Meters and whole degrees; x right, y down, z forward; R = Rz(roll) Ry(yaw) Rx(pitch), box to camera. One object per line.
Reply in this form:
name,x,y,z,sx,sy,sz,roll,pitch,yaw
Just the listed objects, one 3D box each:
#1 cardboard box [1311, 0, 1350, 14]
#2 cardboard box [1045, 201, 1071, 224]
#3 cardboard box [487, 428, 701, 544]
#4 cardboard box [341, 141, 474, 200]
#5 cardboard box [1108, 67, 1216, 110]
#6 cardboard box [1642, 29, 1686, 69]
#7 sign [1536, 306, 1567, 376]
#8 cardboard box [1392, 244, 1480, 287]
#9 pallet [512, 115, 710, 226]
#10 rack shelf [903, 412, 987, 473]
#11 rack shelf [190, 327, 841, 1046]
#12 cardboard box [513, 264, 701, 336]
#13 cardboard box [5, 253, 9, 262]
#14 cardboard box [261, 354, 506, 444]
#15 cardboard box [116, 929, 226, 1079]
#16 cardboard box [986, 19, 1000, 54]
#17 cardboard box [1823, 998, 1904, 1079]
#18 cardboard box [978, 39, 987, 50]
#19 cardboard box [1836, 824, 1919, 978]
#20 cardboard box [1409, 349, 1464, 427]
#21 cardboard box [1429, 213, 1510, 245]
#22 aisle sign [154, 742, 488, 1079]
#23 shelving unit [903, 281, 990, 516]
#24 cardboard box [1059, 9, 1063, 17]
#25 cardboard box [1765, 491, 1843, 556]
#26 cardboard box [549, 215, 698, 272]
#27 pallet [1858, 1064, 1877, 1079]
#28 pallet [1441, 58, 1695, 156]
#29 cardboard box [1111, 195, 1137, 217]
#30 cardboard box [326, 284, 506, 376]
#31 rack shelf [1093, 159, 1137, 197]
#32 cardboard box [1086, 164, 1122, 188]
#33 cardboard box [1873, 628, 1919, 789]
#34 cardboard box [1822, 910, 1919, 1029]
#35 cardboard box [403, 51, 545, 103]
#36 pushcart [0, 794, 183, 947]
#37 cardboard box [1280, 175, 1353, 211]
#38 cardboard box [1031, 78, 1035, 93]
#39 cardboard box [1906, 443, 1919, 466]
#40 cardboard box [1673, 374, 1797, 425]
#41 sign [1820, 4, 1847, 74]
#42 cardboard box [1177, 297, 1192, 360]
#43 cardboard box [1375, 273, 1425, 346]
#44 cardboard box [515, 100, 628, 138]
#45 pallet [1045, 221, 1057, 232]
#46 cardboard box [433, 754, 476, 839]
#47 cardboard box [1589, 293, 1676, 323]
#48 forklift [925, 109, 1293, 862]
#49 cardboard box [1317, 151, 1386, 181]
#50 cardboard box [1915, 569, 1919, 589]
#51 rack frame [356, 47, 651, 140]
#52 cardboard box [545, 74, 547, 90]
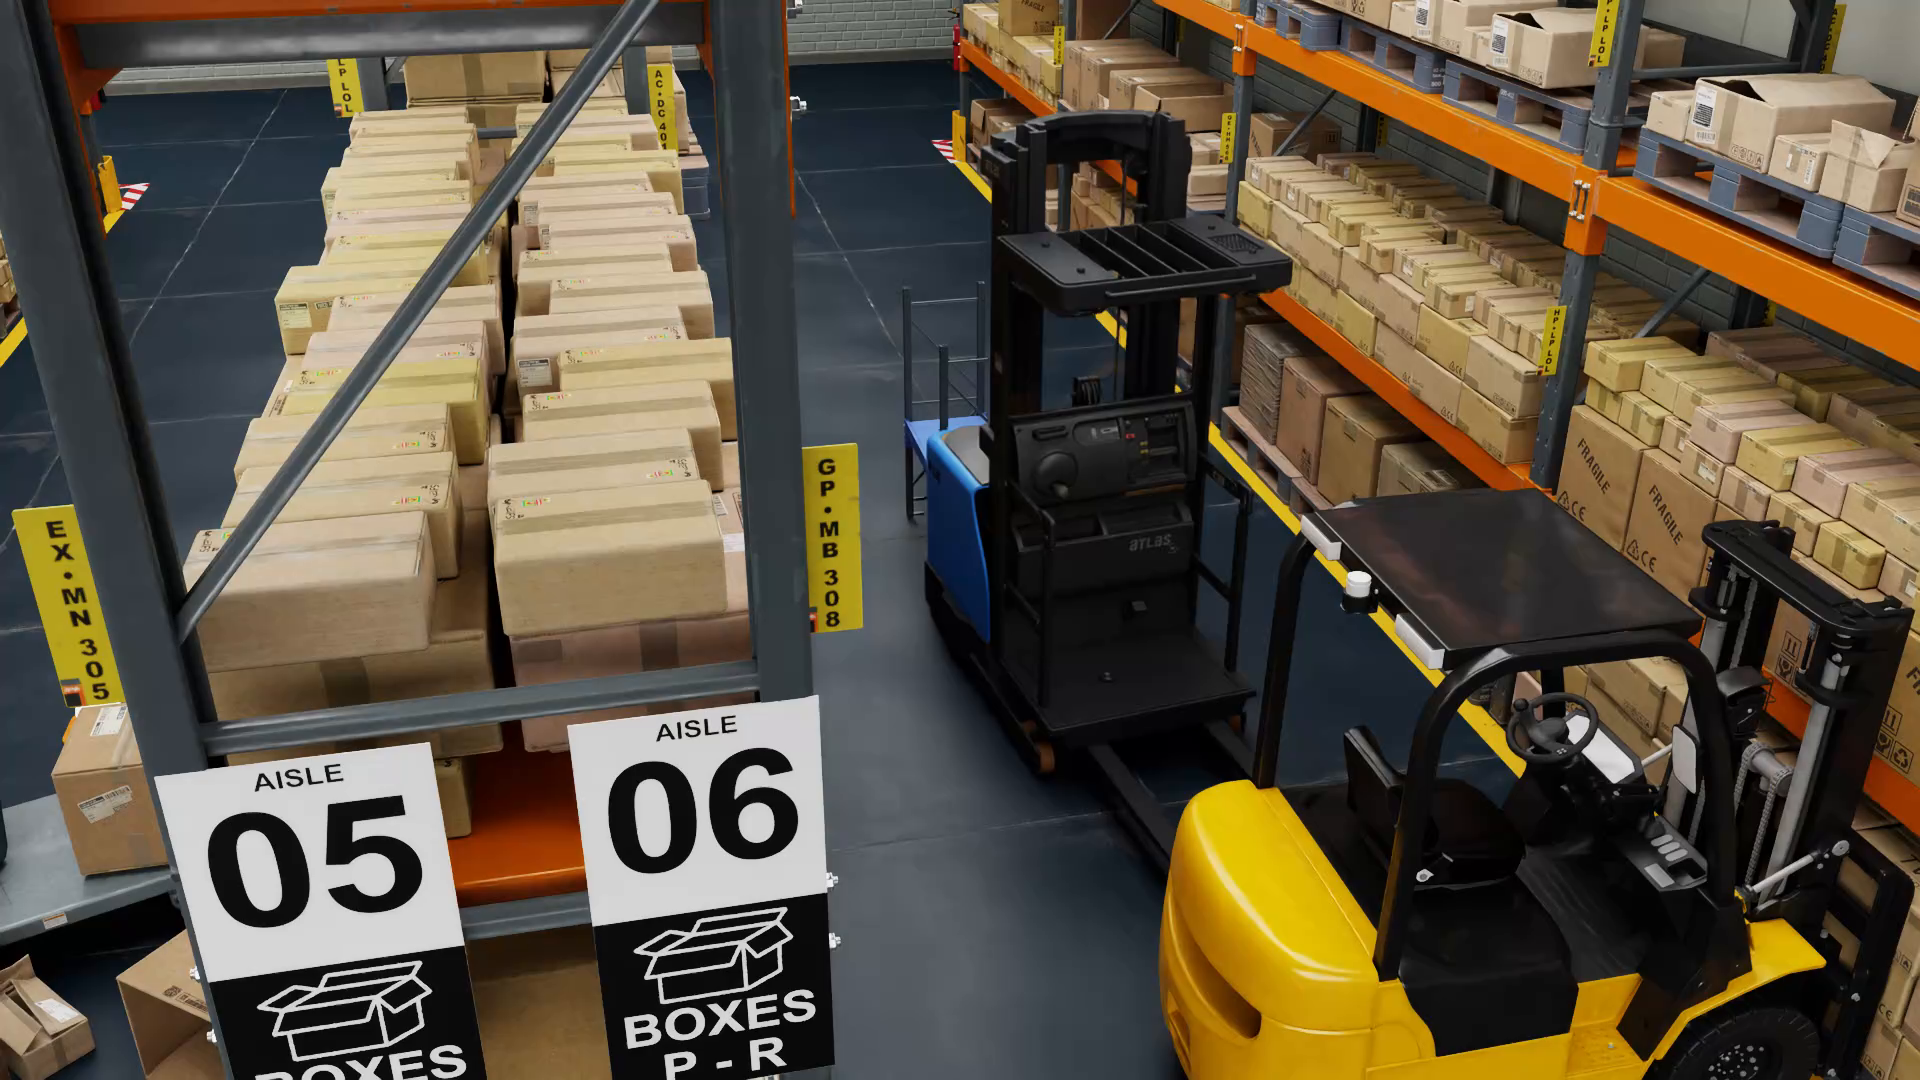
cardboard box,2.434,-3.293,9.429,0.700,0.500,0.500,-6,27,-13
cardboard box,0.984,-3.117,15.795,0.380,0.149,0.250,-7,28,-13
cardboard box,-0.689,-0.083,3.150,0.380,0.149,0.250,-6,27,-12
cardboard box,-1.746,-1.153,5.271,0.380,0.149,0.250,-7,28,-13
cardboard box,1.580,-3.413,13.105,0.700,0.500,0.500,-6,27,-12
cardboard box,3.199,-2.327,7.905,0.380,0.149,0.250,-6,27,-12
sign,2.672,-0.898,7.503,0.100,0.325,0.005,-6,27,-12
cardboard box,2.588,-1.495,9.053,0.380,0.149,0.250,-6,27,-11
pallet,-1.672,-1.507,6.786,1.213,0.211,1.003,-6,27,-12
rack shelf,0.019,-0.472,9.919,0.538,0.185,1.000,-6,27,-12
rack shelf,-1.186,-0.110,4.608,1.077,0.370,4.000,-6,27,-12
cardboard box,-0.930,-0.540,4.498,0.500,0.250,0.500,-5,27,-10
cardboard box,-8.244,-2.379,14.003,0.380,0.149,0.250,-6,27,-12
cardboard box,-1.347,-0.264,3.952,0.500,0.250,0.500,-5,27,-10
cardboard box,-2.721,1.753,6.218,0.500,0.500,0.500,13,30,24
cardboard box,0.565,-5.139,16.940,0.500,0.250,0.500,-6,27,-13
cardboard box,3.480,1.706,6.126,0.500,0.250,0.500,-6,27,-11
cardboard box,0.403,-5.352,17.804,0.380,0.149,0.250,-5,27,-10
cardboard box,3.448,1.260,5.901,0.500,0.250,0.500,-6,27,-11
cardboard box,2.711,-0.823,8.719,0.500,0.250,0.500,-6,27,-12
cardboard box,2.932,-1.772,9.600,0.380,0.149,0.250,-5,27,-10
aisle sign,-1.004,0.682,2.684,0.394,0.787,0.004,-6,27,-12
shelving unit,0.019,-0.632,9.838,0.538,1.500,1.048,-6,27,-12
cardboard box,0.971,-5.408,17.472,0.500,0.250,0.500,-6,27,-11
cardboard box,3.275,-0.078,6.245,0.380,0.149,0.250,-7,28,-13
cardboard box,-0.910,-0.765,4.501,0.380,0.149,0.250,-6,27,-11
pallet,3.887,2.194,5.669,1.003,0.211,1.213,-6,27,-12
pallet,2.987,-2.115,7.995,0.805,0.209,1.217,-7,28,-14
cardboard box,1.499,-2.820,14.096,0.380,0.149,0.250,-6,27,-12
cardboard box,-1.284,-0.485,3.947,0.380,0.149,0.250,-7,28,-13
rack shelf,1.846,-2.788,13.244,1.077,0.370,4.000,-6,27,-12
cardboard box,1.323,-3.188,14.495,0.380,0.149,0.250,-7,28,-14
cardboard box,3.510,0.593,5.636,0.500,0.500,0.500,-6,27,-13
cardboard box,3.446,1.470,6.040,0.500,0.250,0.500,-7,28,-13
cardboard box,-1.891,-1.894,6.491,0.500,0.250,0.500,-5,27,-10
pushcart,-3.847,1.454,6.950,1.648,0.377,0.936,-16,31,-29
cardboard box,2.226,-2.169,10.387,0.380,0.149,0.250,-5,27,-10
cardboard box,0.883,-4.331,15.781,0.380,0.149,0.250,-5,27,-10
cardboard box,3.822,-0.268,6.290,0.380,0.149,0.250,-6,27,-12
cardboard box,3.194,-0.556,6.861,0.380,0.149,0.250,-6,27,-13
sign,3.739,-2.138,7.166,0.100,0.325,0.005,-6,27,-12
cardboard box,1.890,-1.688,12.573,0.500,0.500,0.500,-6,27,-12
cardboard box,2.606,-1.272,9.052,0.500,0.250,0.500,-5,27,-11
cardboard box,-1.352,-1.436,5.831,0.380,0.149,0.250,-5,27,-11
pallet,1.242,-3.044,16.047,1.003,0.211,1.213,-6,27,-12
cardboard box,-1.088,0.431,3.017,0.380,0.149,0.250,-6,27,-11
cardboard box,3.319,-1.109,8.287,0.380,0.149,0.250,-7,28,-13
forklift,0.773,-0.387,7.764,1.130,2.935,3.031,-9,28,-17
cardboard box,2.568,-2.444,10.931,0.380,0.149,0.250,-5,27,-10
cardboard box,3.429,0.127,5.508,0.380,0.149,0.250,-5,27,-11
rack frame,-1.637,-2.648,5.510,1.000,3.000,0.127,-6,27,-12
cardboard box,-2.132,-2.118,7.488,0.500,0.250,0.500,-6,27,-11
